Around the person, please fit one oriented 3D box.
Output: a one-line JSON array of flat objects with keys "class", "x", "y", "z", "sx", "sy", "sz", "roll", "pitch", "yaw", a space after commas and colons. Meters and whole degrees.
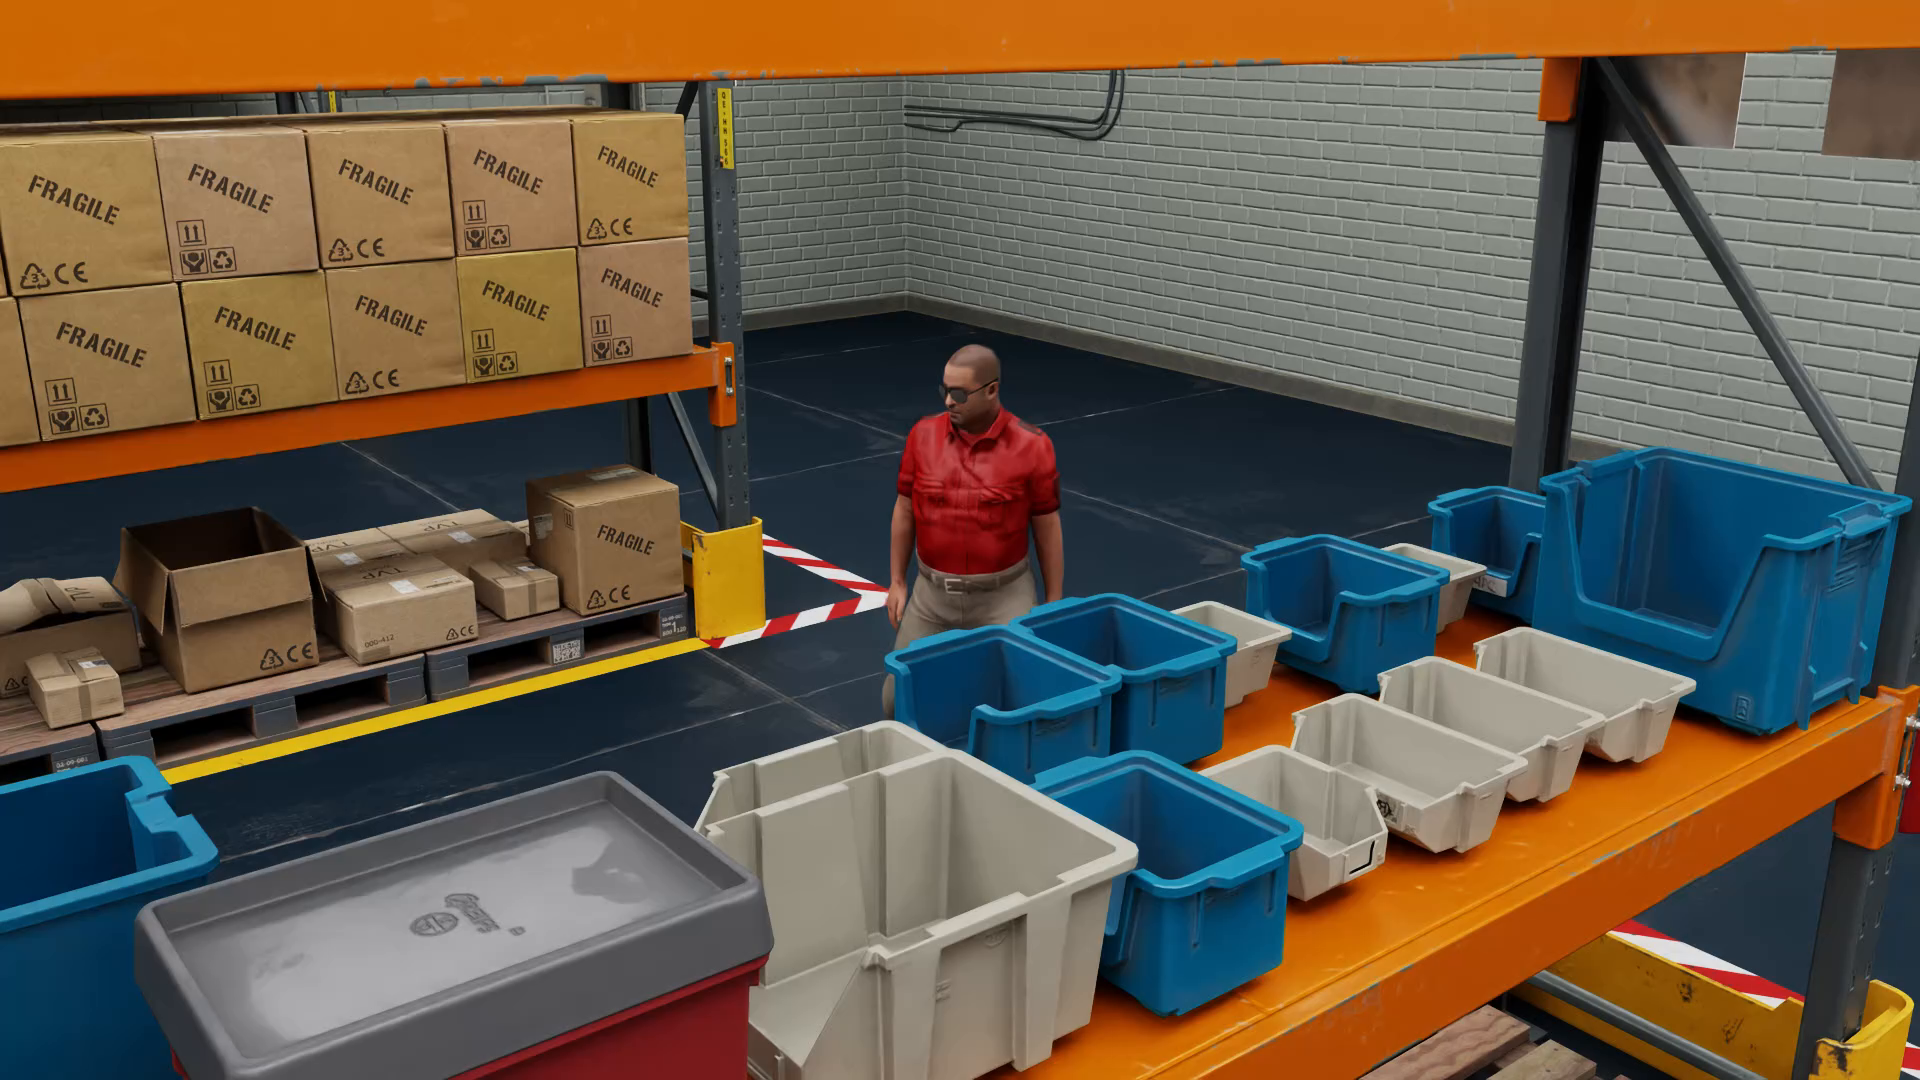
[{"class": "person", "x": 0.033, "y": 0.186, "z": 5.505, "sx": 0.770, "sy": 1.700, "sz": 0.729, "roll": 5, "pitch": 18, "yaw": 16}]
